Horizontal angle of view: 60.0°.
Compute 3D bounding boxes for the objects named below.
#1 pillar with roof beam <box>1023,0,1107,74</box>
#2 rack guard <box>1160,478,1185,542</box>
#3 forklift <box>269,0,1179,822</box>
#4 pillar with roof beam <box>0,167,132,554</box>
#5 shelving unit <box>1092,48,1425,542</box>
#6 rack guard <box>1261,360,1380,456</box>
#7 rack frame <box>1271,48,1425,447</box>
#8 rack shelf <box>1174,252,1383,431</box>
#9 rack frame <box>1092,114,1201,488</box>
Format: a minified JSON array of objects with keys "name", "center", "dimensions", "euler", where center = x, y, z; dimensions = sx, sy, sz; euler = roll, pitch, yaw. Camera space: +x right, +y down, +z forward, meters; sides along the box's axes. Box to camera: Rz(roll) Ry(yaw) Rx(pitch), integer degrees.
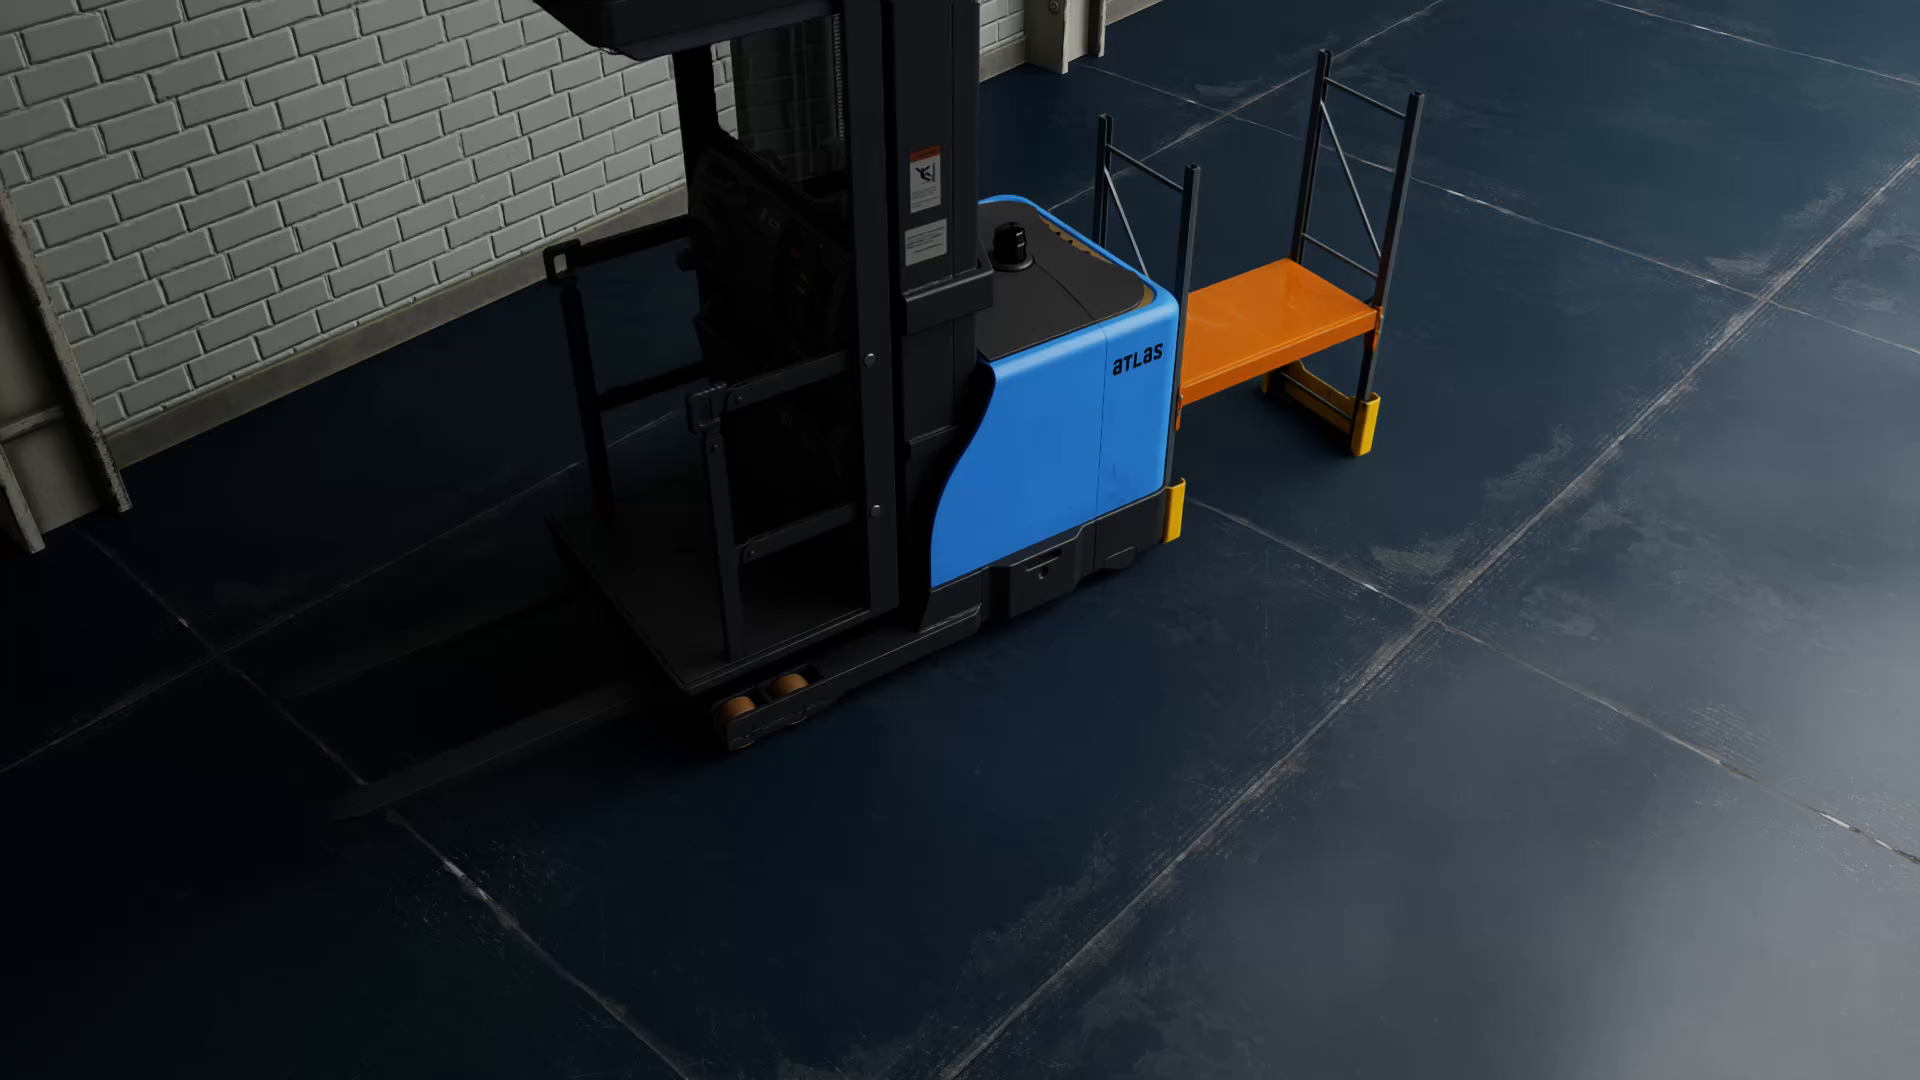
[{"name":"pillar with roof beam","center":[3.790,-4.572,4.770],"dimensions":[9.100,9.000,0.400],"euler":[30,47,32]},{"name":"rack guard","center":[0.639,-0.251,6.364],"dimensions":[0.087,0.250,0.587],"euler":[-23,44,-26]},{"name":"forklift","center":[-0.758,-0.848,4.962],"dimensions":[3.031,2.935,1.130],"euler":[-23,44,-26]},{"name":"pillar with roof beam","center":[-0.258,-1.816,1.304],"dimensions":[9.100,9.000,0.400],"euler":[30,47,32]},{"name":"shelving unit","center":[1.053,-0.913,6.193],"dimensions":[1.083,1.500,0.587],"euler":[-23,44,-26]},{"name":"rack guard","center":[1.466,-0.596,6.799],"dimensions":[0.087,0.250,0.587],"euler":[-23,44,-26]},{"name":"rack frame","center":[1.467,-1.086,6.411],"dimensions":[0.032,1.500,0.500],"euler":[-23,44,-26]},{"name":"rack shelf","center":[1.045,-0.769,6.301],"dimensions":[1.000,0.185,0.538],"euler":[-23,44,-26]},{"name":"rack frame","center":[0.623,-0.733,5.967],"dimensions":[0.032,1.500,0.500],"euler":[-23,44,-26]}]
